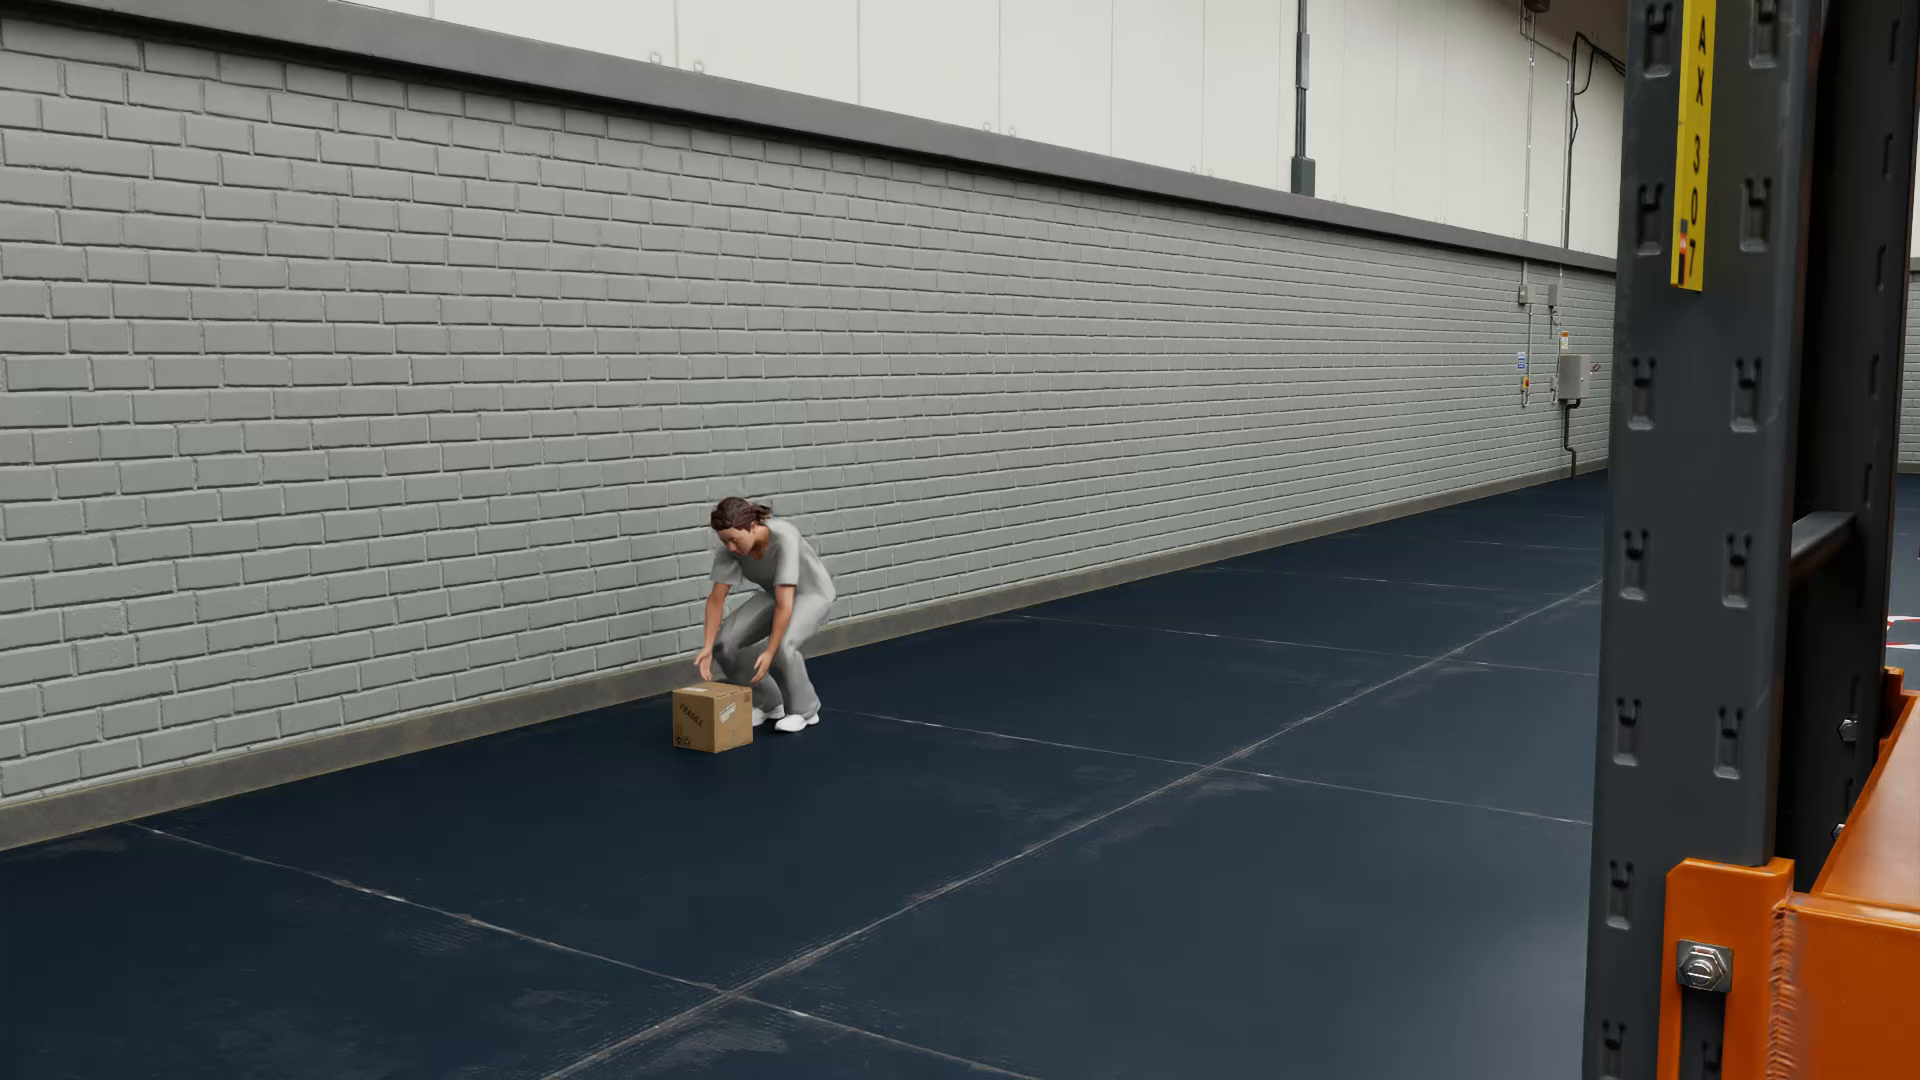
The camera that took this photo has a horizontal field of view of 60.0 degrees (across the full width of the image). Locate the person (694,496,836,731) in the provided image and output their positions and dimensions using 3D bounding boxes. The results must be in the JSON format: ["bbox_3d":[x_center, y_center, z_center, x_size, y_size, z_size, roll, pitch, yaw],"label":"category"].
[{"bbox_3d":[-0.868,0.329,7.624,0.495,1.102,0.757,4,8,33],"label":"person"}]
